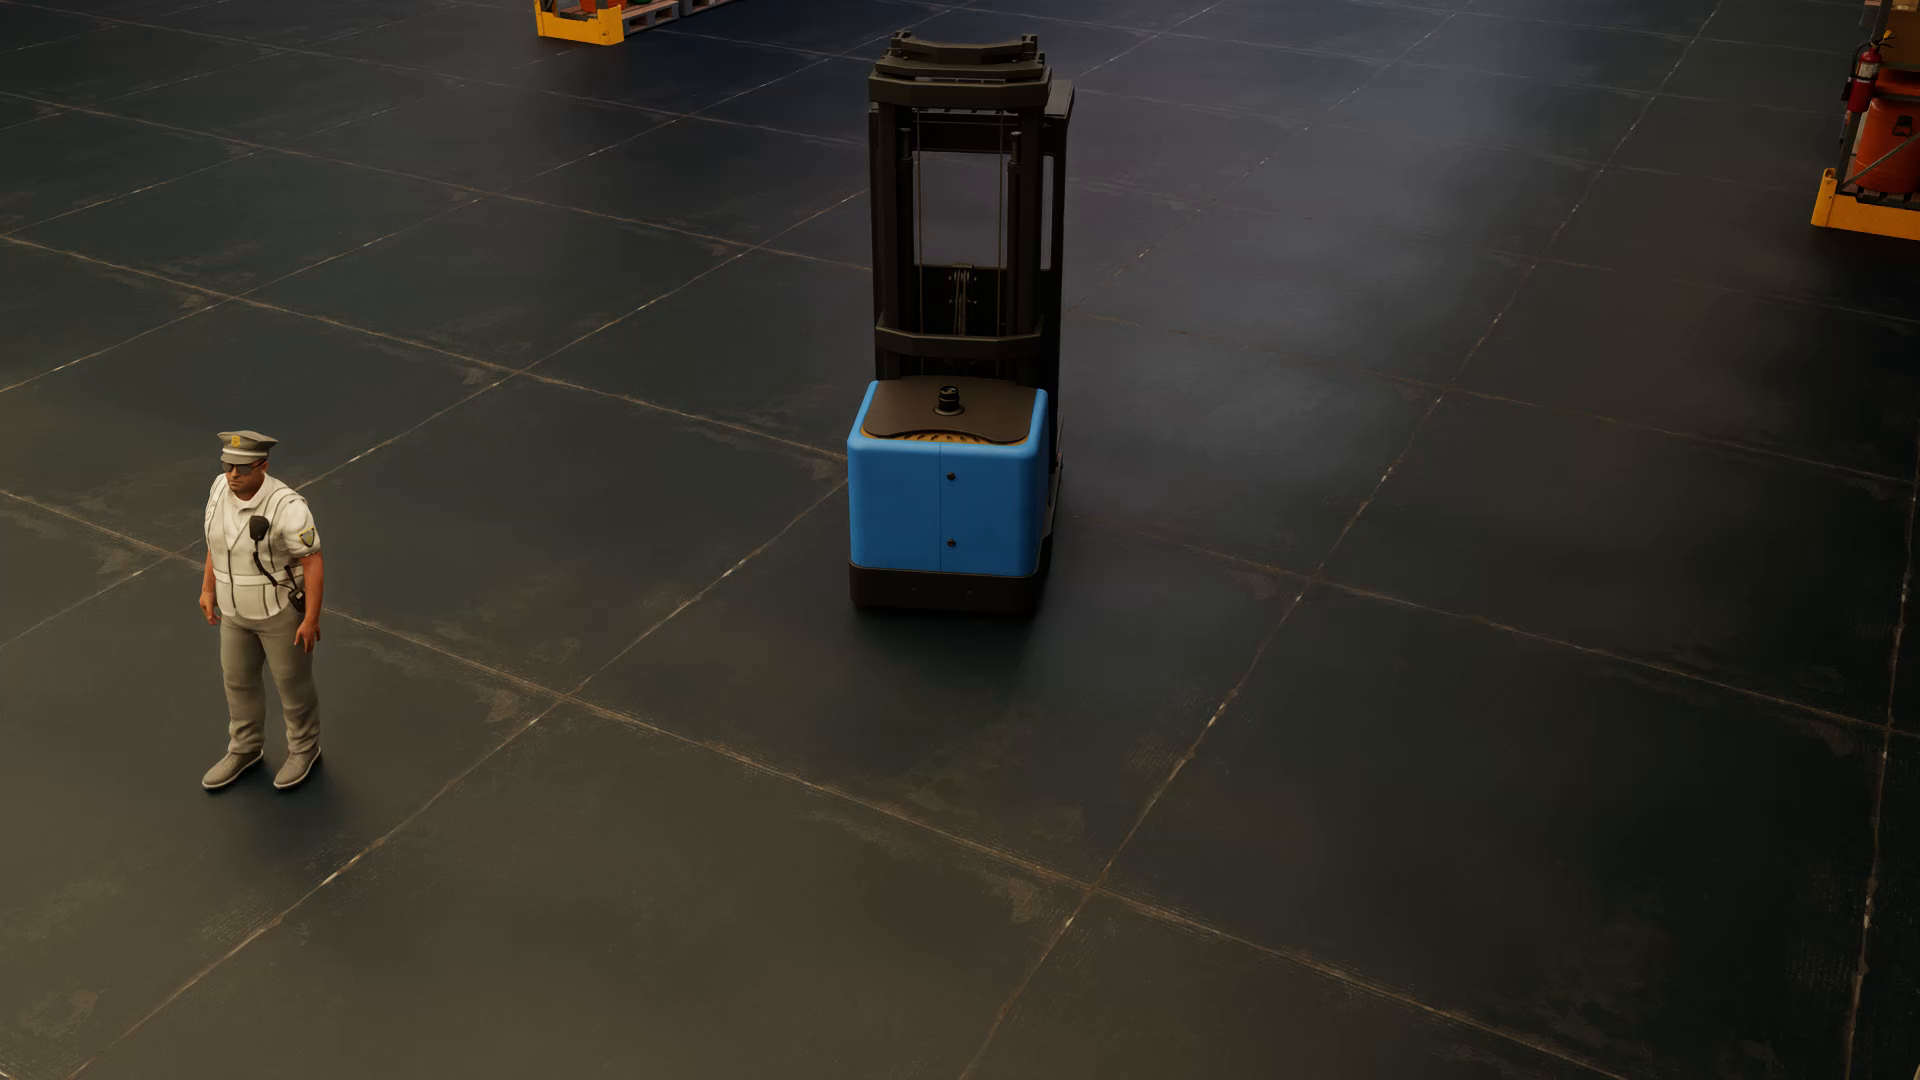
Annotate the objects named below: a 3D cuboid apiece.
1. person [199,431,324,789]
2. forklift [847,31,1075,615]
[{"bbox_3d":[-3.246,0.331,7.633,0.640,1.781,0.576,10,31,16],"label":"person"},{"bbox_3d":[0.072,-1.572,9.794,1.130,2.935,3.031,3,30,6],"label":"forklift"}]
